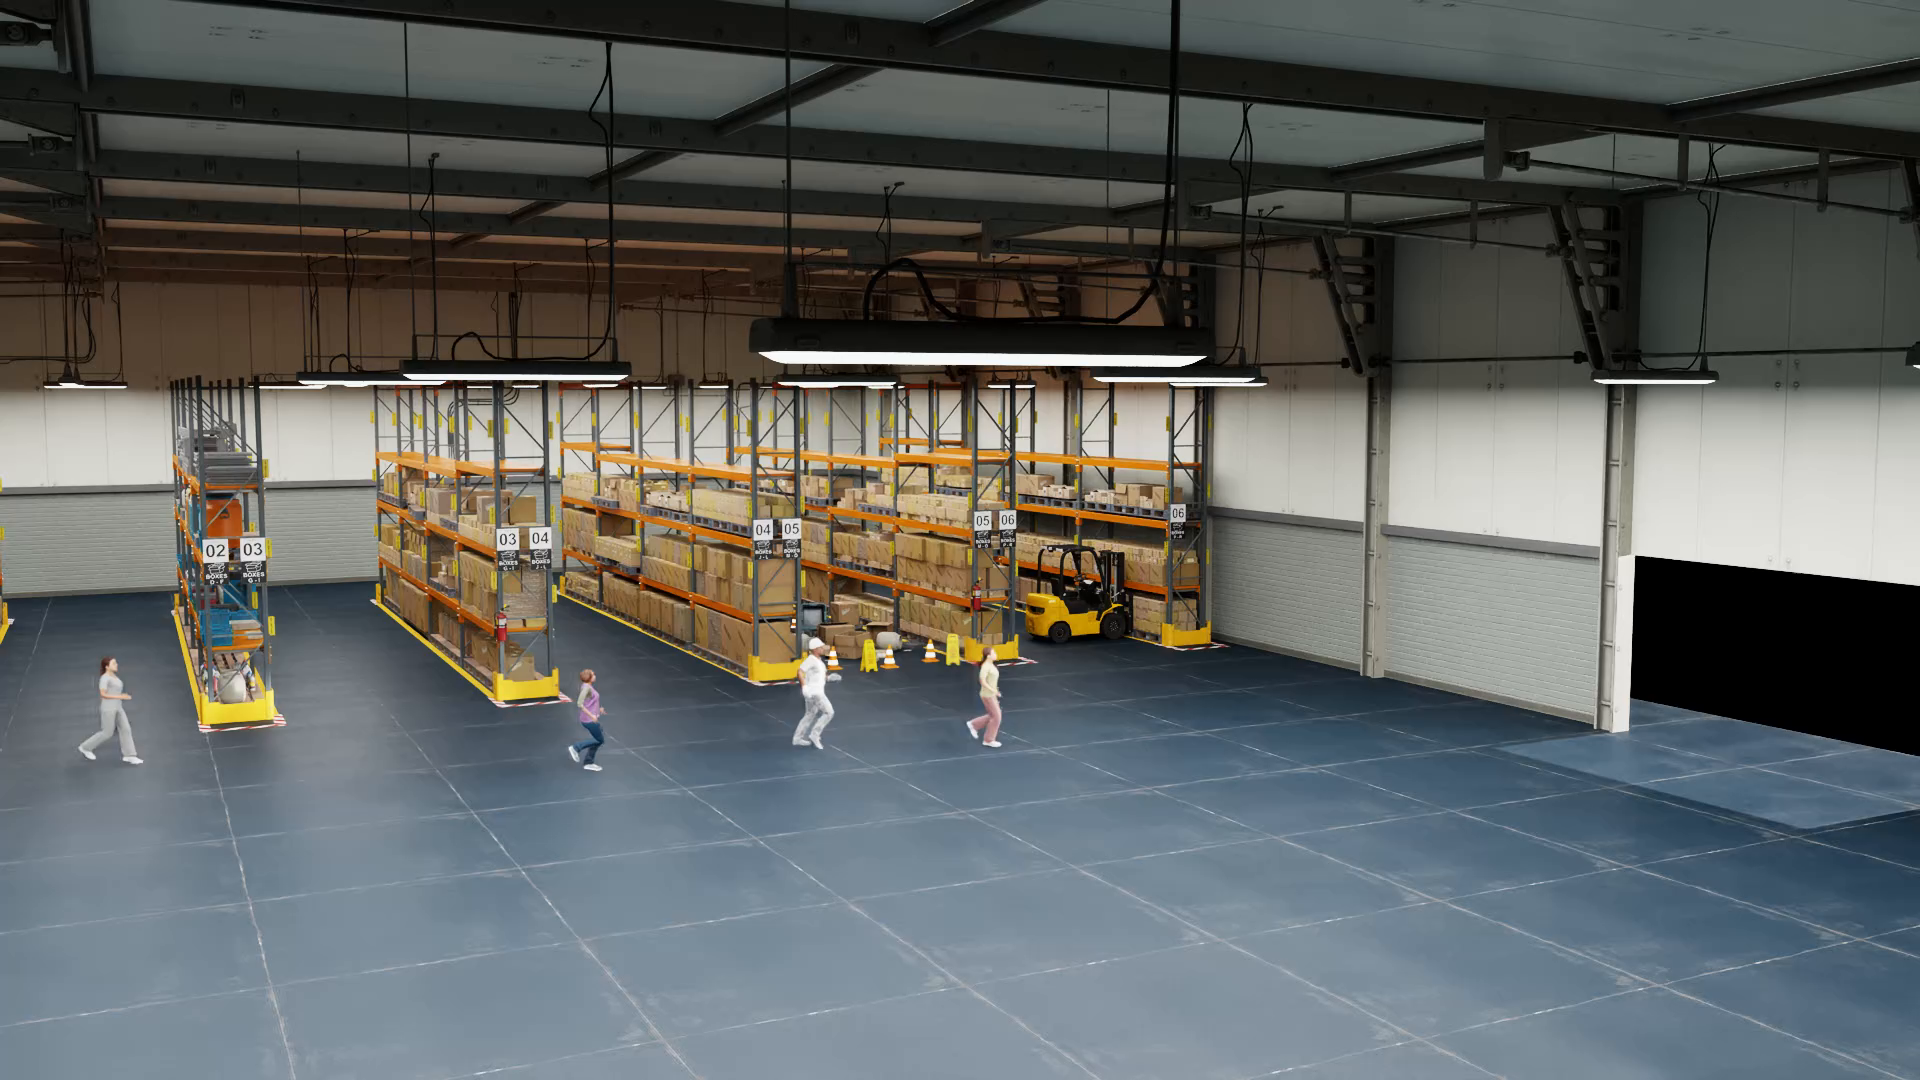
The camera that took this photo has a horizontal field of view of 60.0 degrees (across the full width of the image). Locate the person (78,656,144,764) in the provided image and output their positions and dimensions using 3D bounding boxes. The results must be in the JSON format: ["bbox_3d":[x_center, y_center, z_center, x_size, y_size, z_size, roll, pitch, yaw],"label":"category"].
[{"bbox_3d":[-13.051,2.621,25.514,0.934,1.687,0.584,0,5,-4],"label":"person"}]

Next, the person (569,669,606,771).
[{"bbox_3d":[-5.642,2.722,25.164,0.549,1.560,0.537,-1,5,-8],"label":"person"}]

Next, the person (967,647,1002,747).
[{"bbox_3d":[0.391,2.523,26.922,0.571,1.627,0.609,1,5,7],"label":"person"}]

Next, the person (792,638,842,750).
[{"bbox_3d":[-2.297,2.469,26.664,0.800,1.790,0.660,0,5,-4],"label":"person"}]
